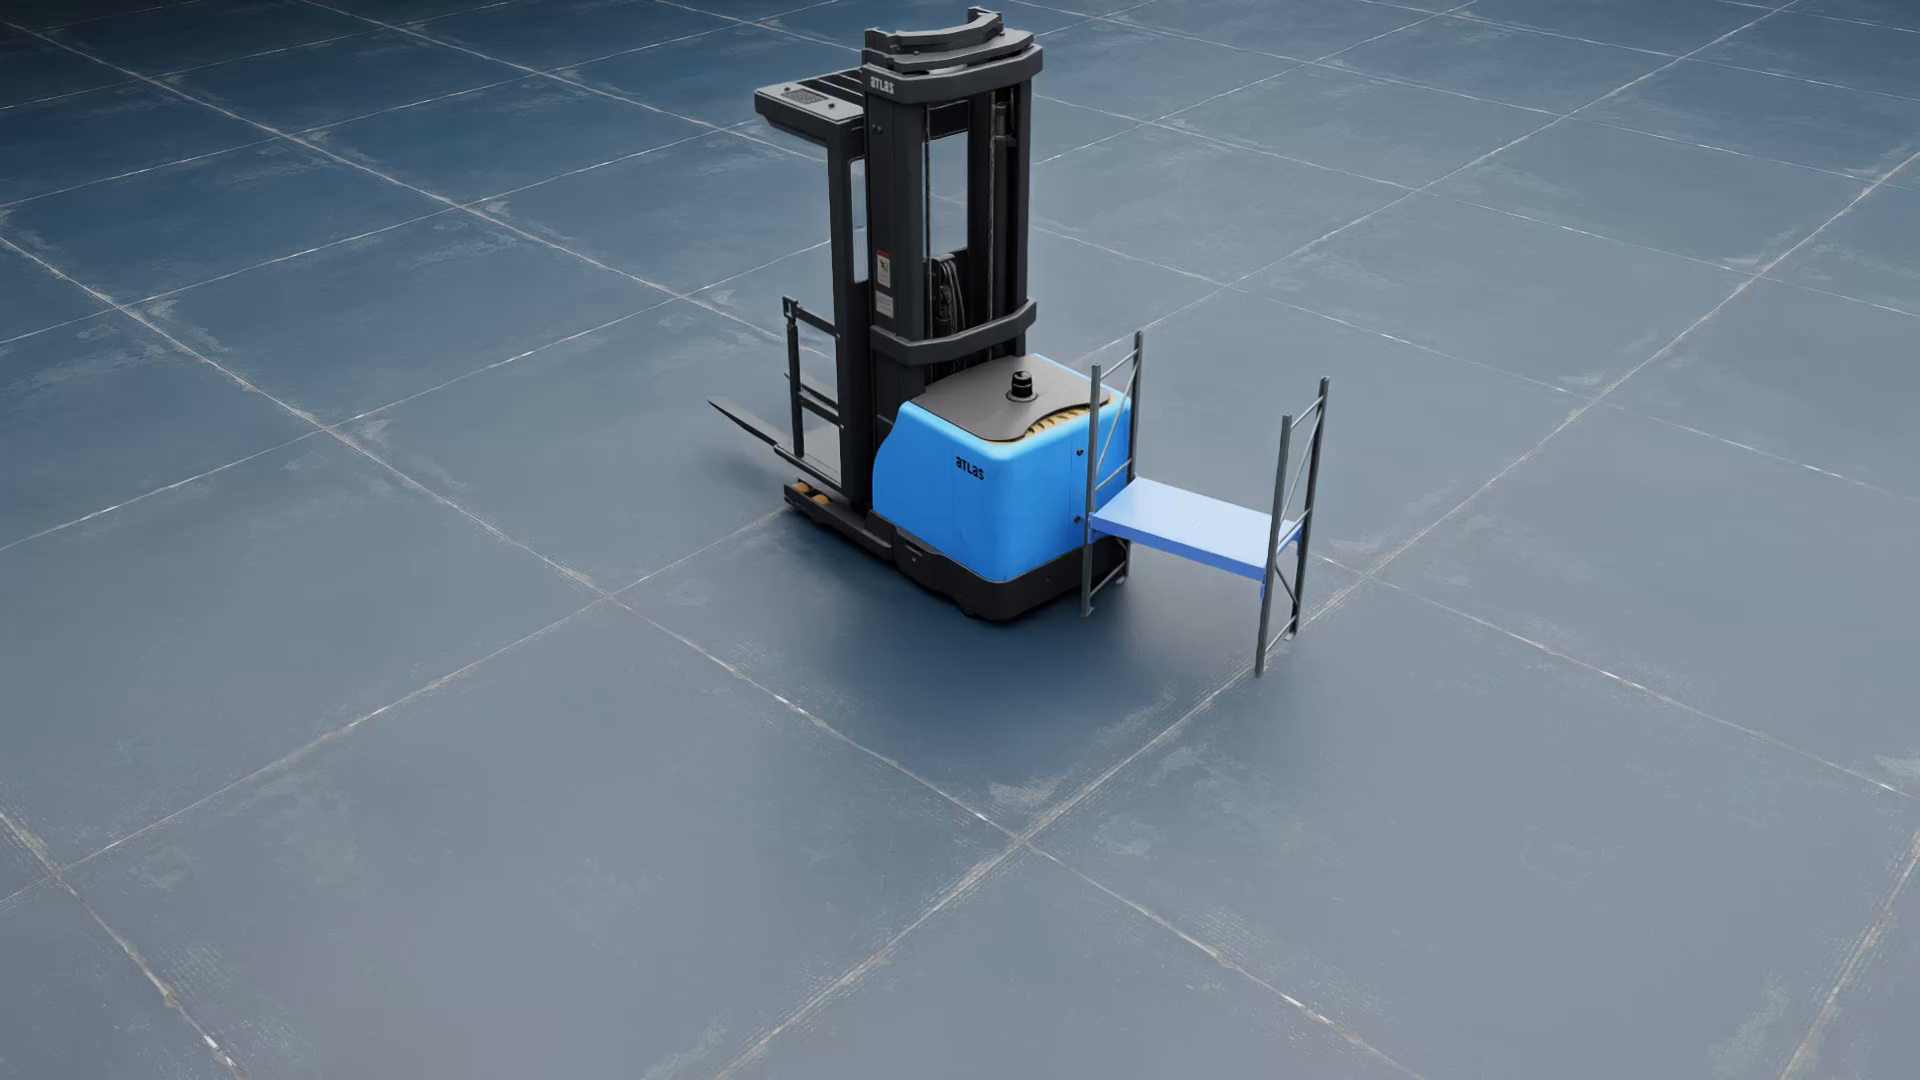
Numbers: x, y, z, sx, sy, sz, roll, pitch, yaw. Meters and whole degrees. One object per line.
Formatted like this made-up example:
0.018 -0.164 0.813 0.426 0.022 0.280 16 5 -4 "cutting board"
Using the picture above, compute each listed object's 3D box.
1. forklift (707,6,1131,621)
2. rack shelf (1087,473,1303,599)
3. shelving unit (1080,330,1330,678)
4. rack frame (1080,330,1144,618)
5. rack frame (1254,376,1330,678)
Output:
-0.401 -1.509 9.359 1.130 2.935 3.031 -24 39 -34 "forklift"
1.228 -0.035 8.647 1.000 0.185 0.538 18 36 28 "rack shelf"
1.228 -0.189 8.554 1.048 1.500 0.538 18 36 28 "shelving unit"
0.800 -0.331 8.790 0.032 1.500 0.500 18 36 28 "rack frame"
1.655 -0.047 8.319 0.032 1.500 0.500 18 36 28 "rack frame"
